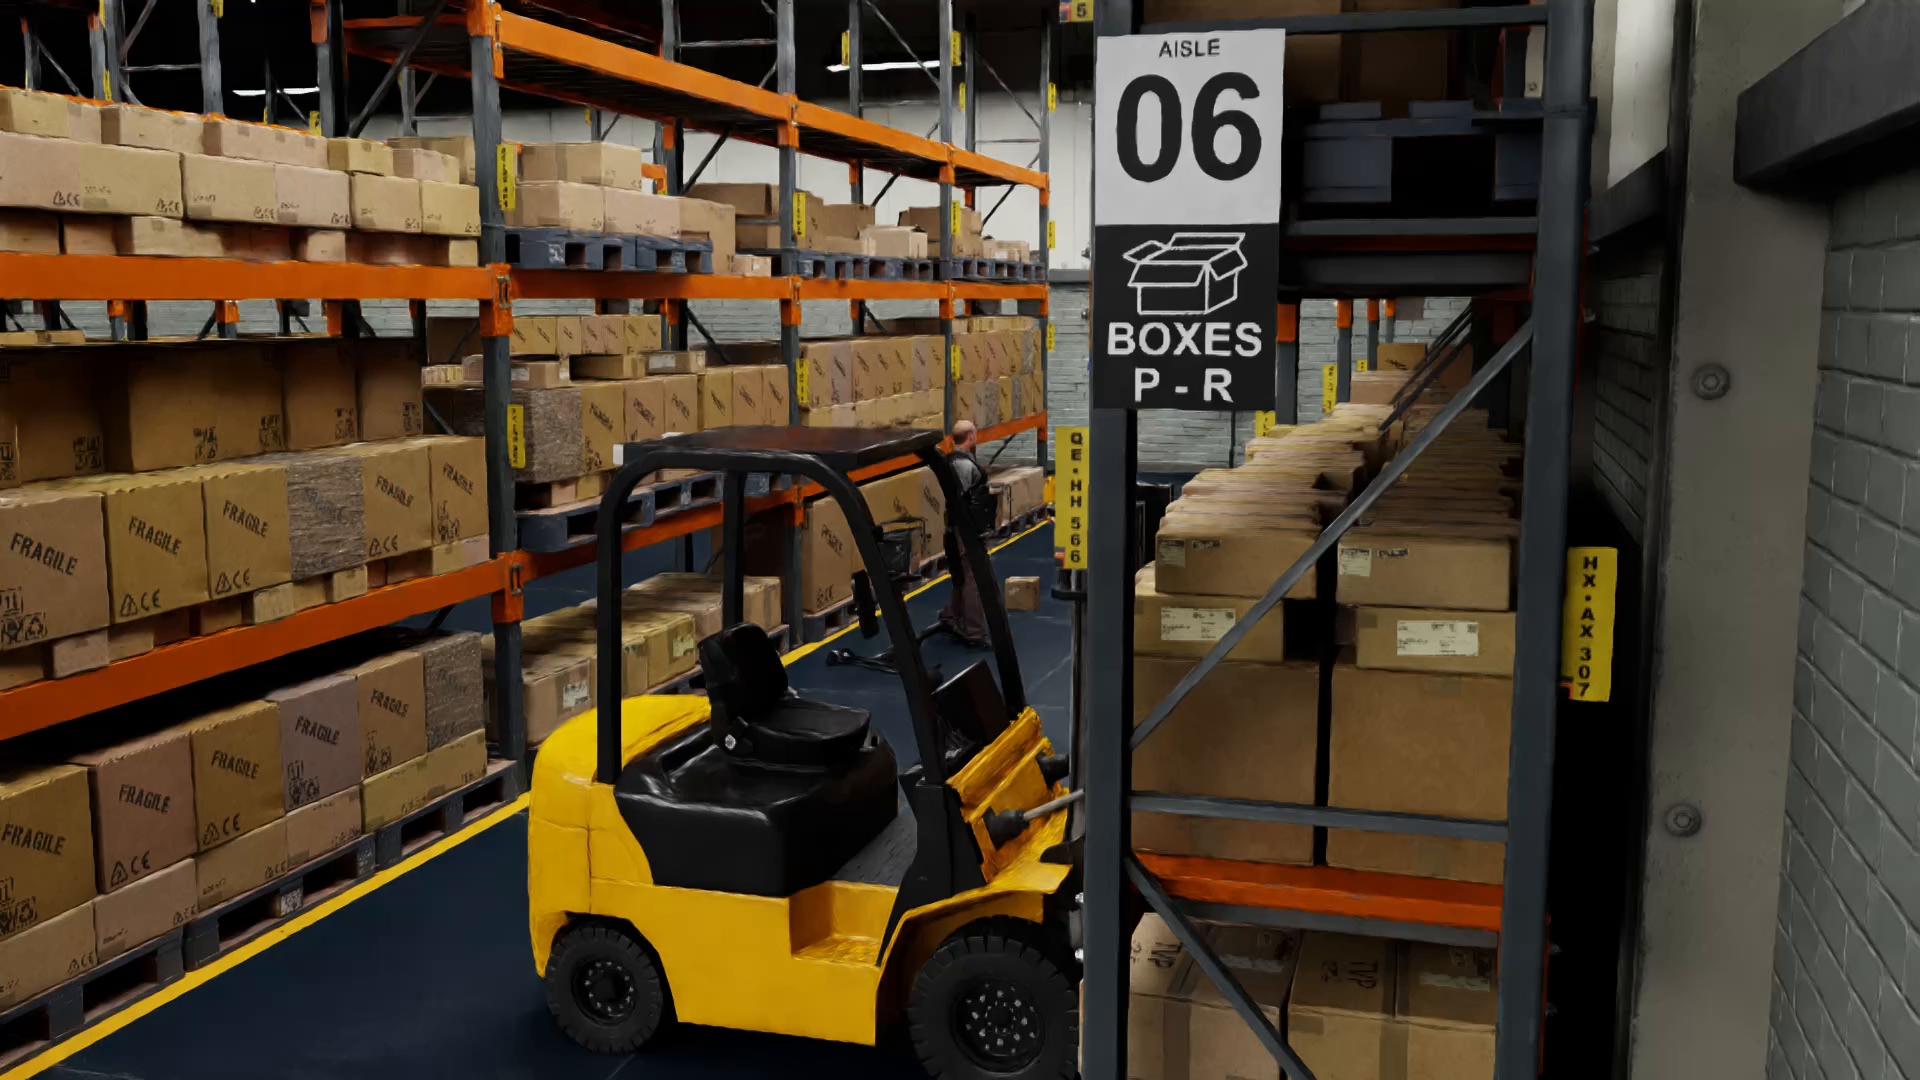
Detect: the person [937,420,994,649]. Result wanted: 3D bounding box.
[{"bbox_3d":[0.080,-0.058,12.757,0.477,1.723,0.592,-1,8,-7],"label":"person"}]
